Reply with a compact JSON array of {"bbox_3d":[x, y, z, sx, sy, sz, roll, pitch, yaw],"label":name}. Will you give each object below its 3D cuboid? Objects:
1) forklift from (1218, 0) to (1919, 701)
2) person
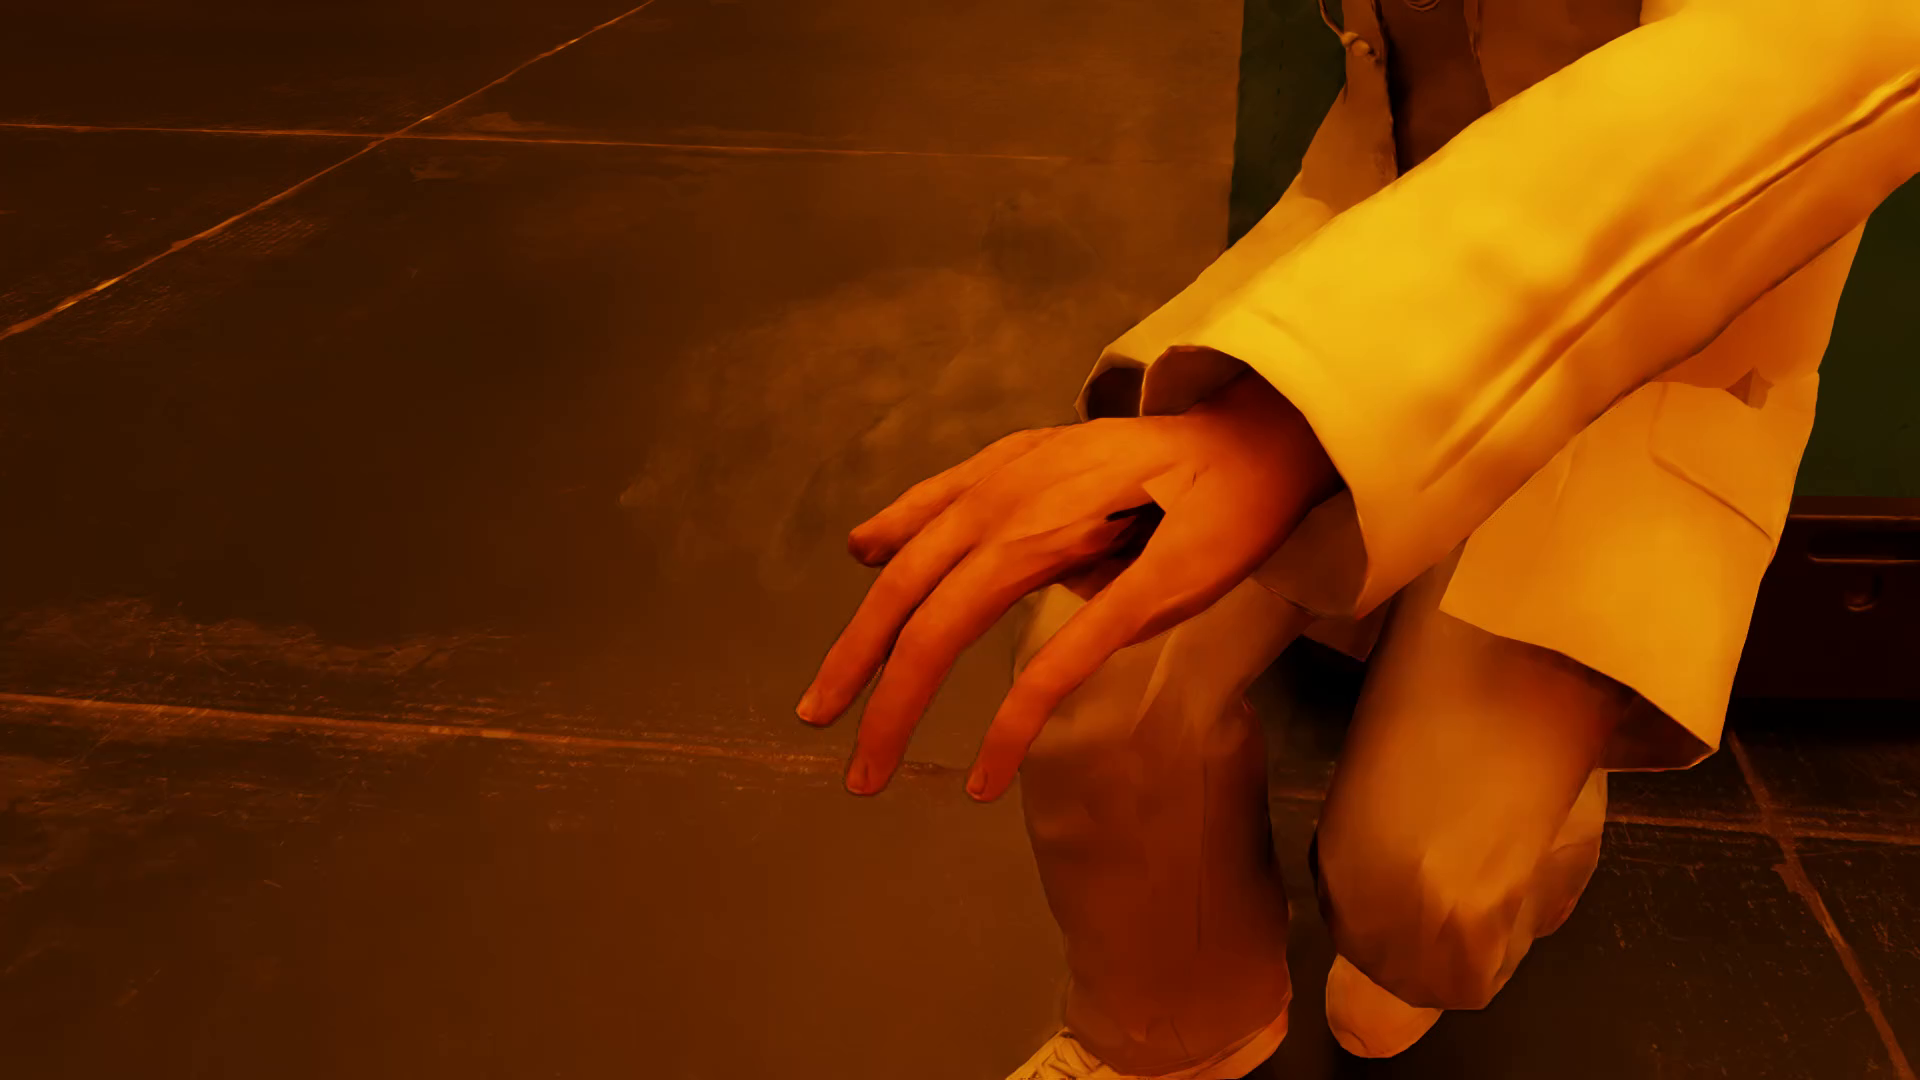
[{"bbox_3d":[1.928,-1.296,1.814,3.031,2.935,1.130,1,27,2],"label":"forklift"},{"bbox_3d":[0.169,-0.111,1.077,1.074,1.492,0.829,-24,35,-39],"label":"person"}]
